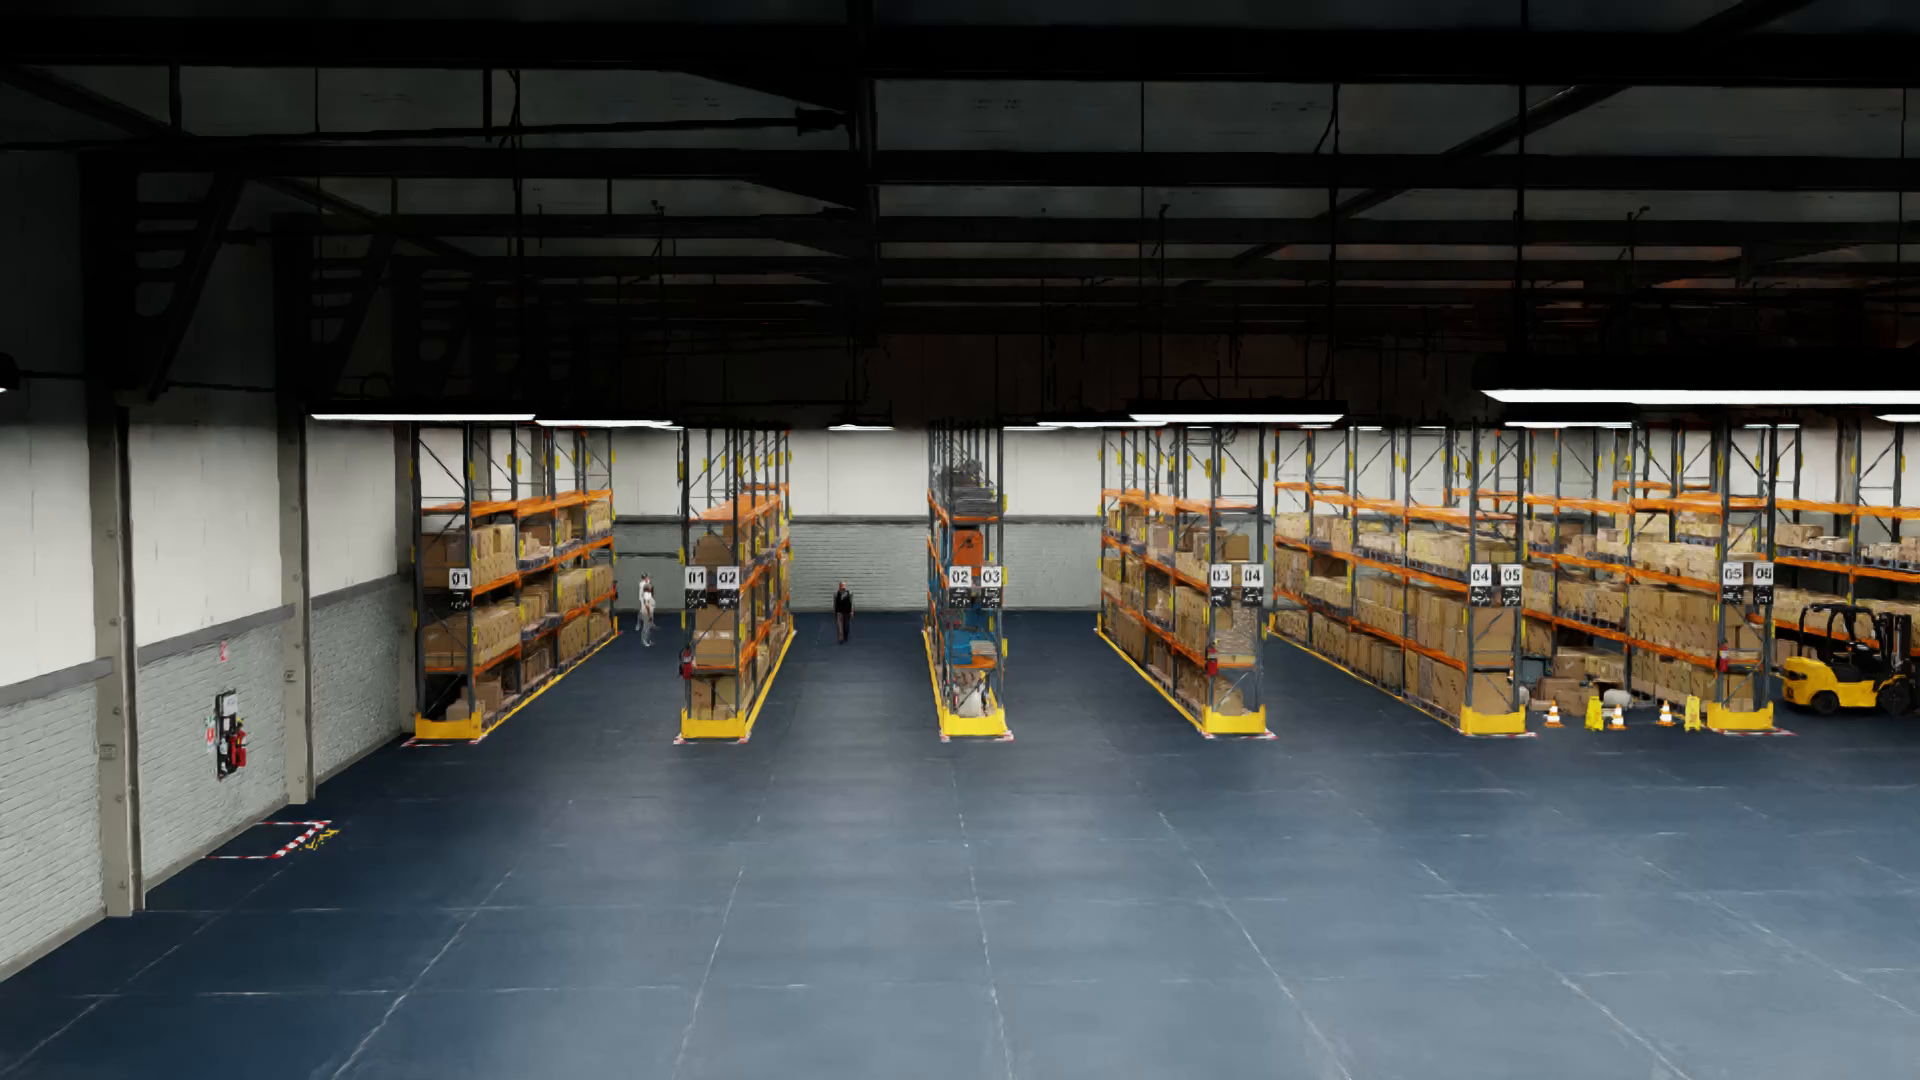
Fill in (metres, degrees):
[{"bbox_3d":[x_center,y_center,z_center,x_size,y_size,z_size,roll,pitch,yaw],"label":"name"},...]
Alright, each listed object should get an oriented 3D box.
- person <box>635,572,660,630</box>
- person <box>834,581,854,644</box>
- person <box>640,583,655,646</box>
[{"bbox_3d":[-9.056,1.744,48.010,0.516,1.675,0.672,2,4,31],"label":"person"},{"bbox_3d":[-3.138,1.948,45.100,0.555,1.673,1.029,0,4,-3],"label":"person"},{"bbox_3d":[-8.354,1.979,44.472,0.390,1.664,0.610,-1,4,-13],"label":"person"}]
